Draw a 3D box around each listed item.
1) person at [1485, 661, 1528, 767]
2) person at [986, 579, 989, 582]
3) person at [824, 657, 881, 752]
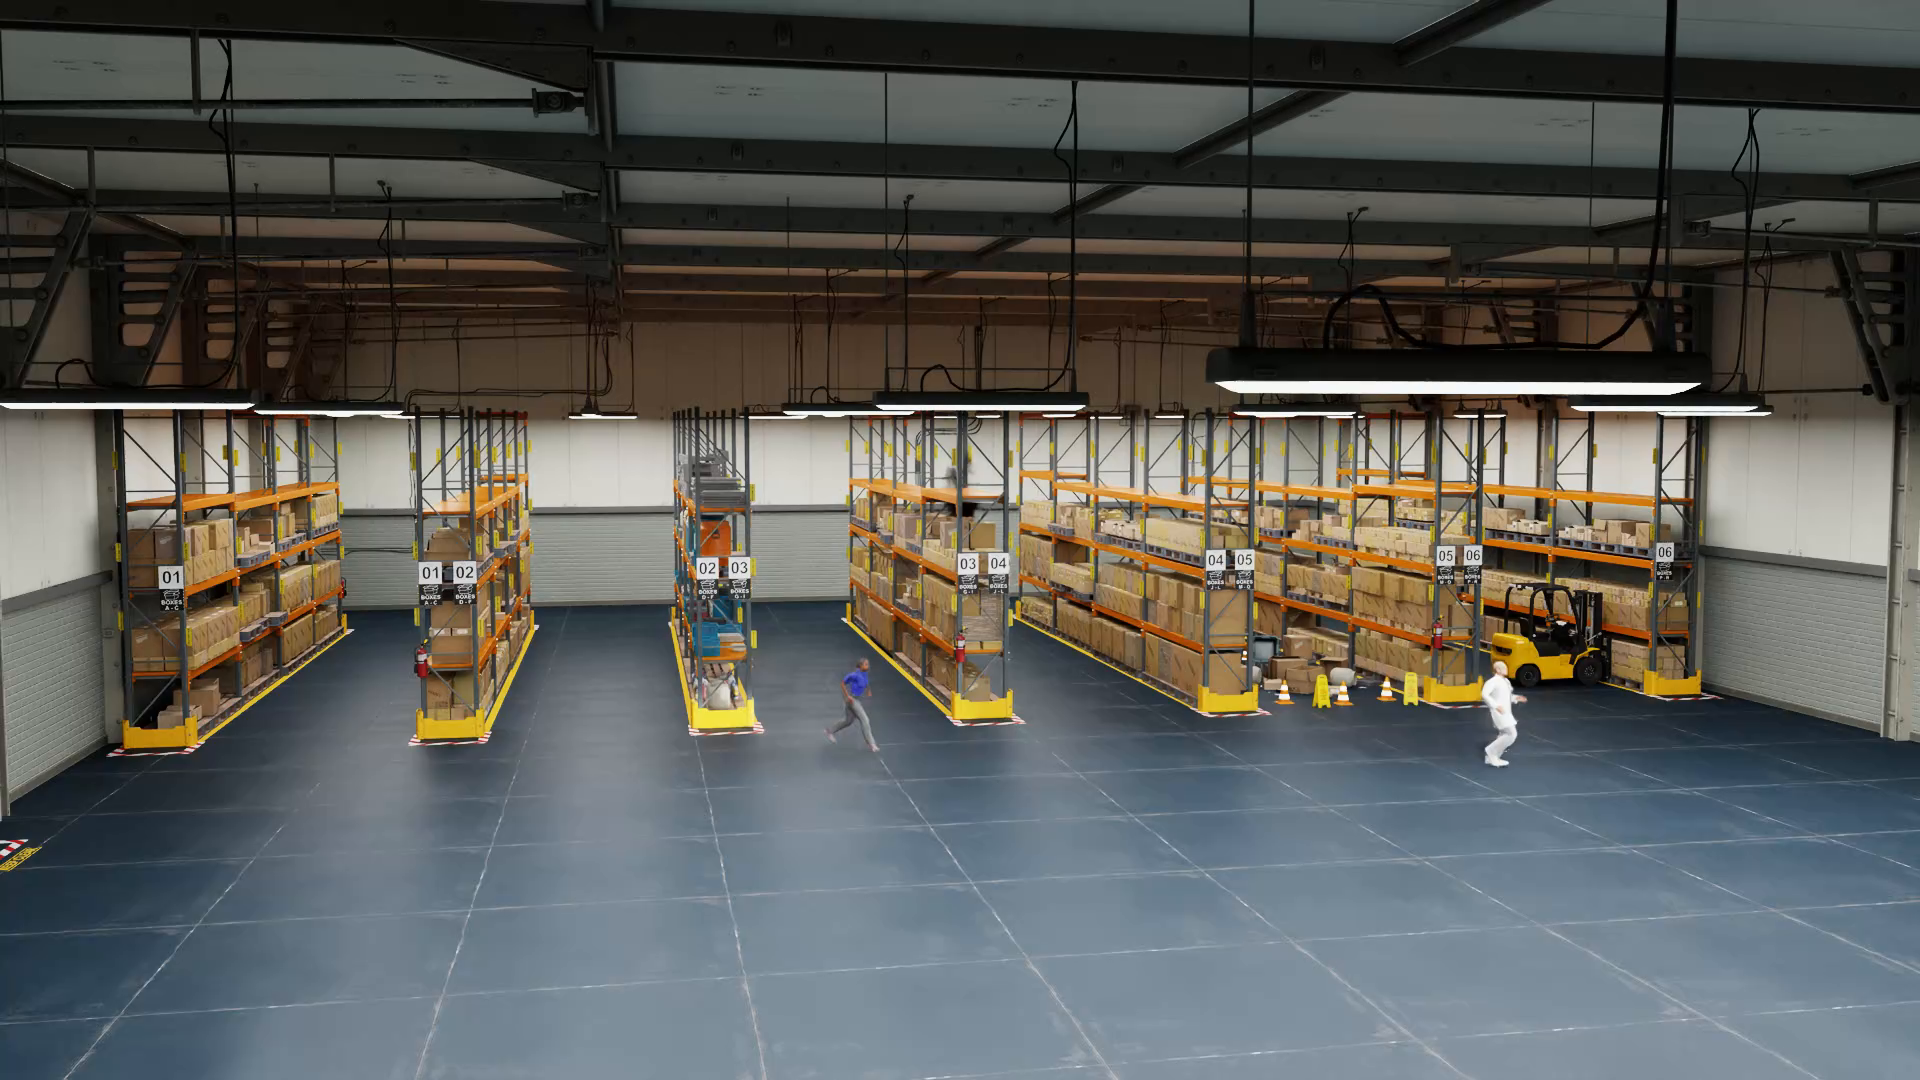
[{"bbox_3d":[9.030,2.886,27.531,0.641,1.744,0.659,3,5,33],"label":"person"},{"bbox_3d":[0.953,1.355,49.513,0.872,1.677,0.514,4,5,42],"label":"person"},{"bbox_3d":[-1.874,2.859,28.978,1.042,1.655,0.581,1,4,16],"label":"person"}]
